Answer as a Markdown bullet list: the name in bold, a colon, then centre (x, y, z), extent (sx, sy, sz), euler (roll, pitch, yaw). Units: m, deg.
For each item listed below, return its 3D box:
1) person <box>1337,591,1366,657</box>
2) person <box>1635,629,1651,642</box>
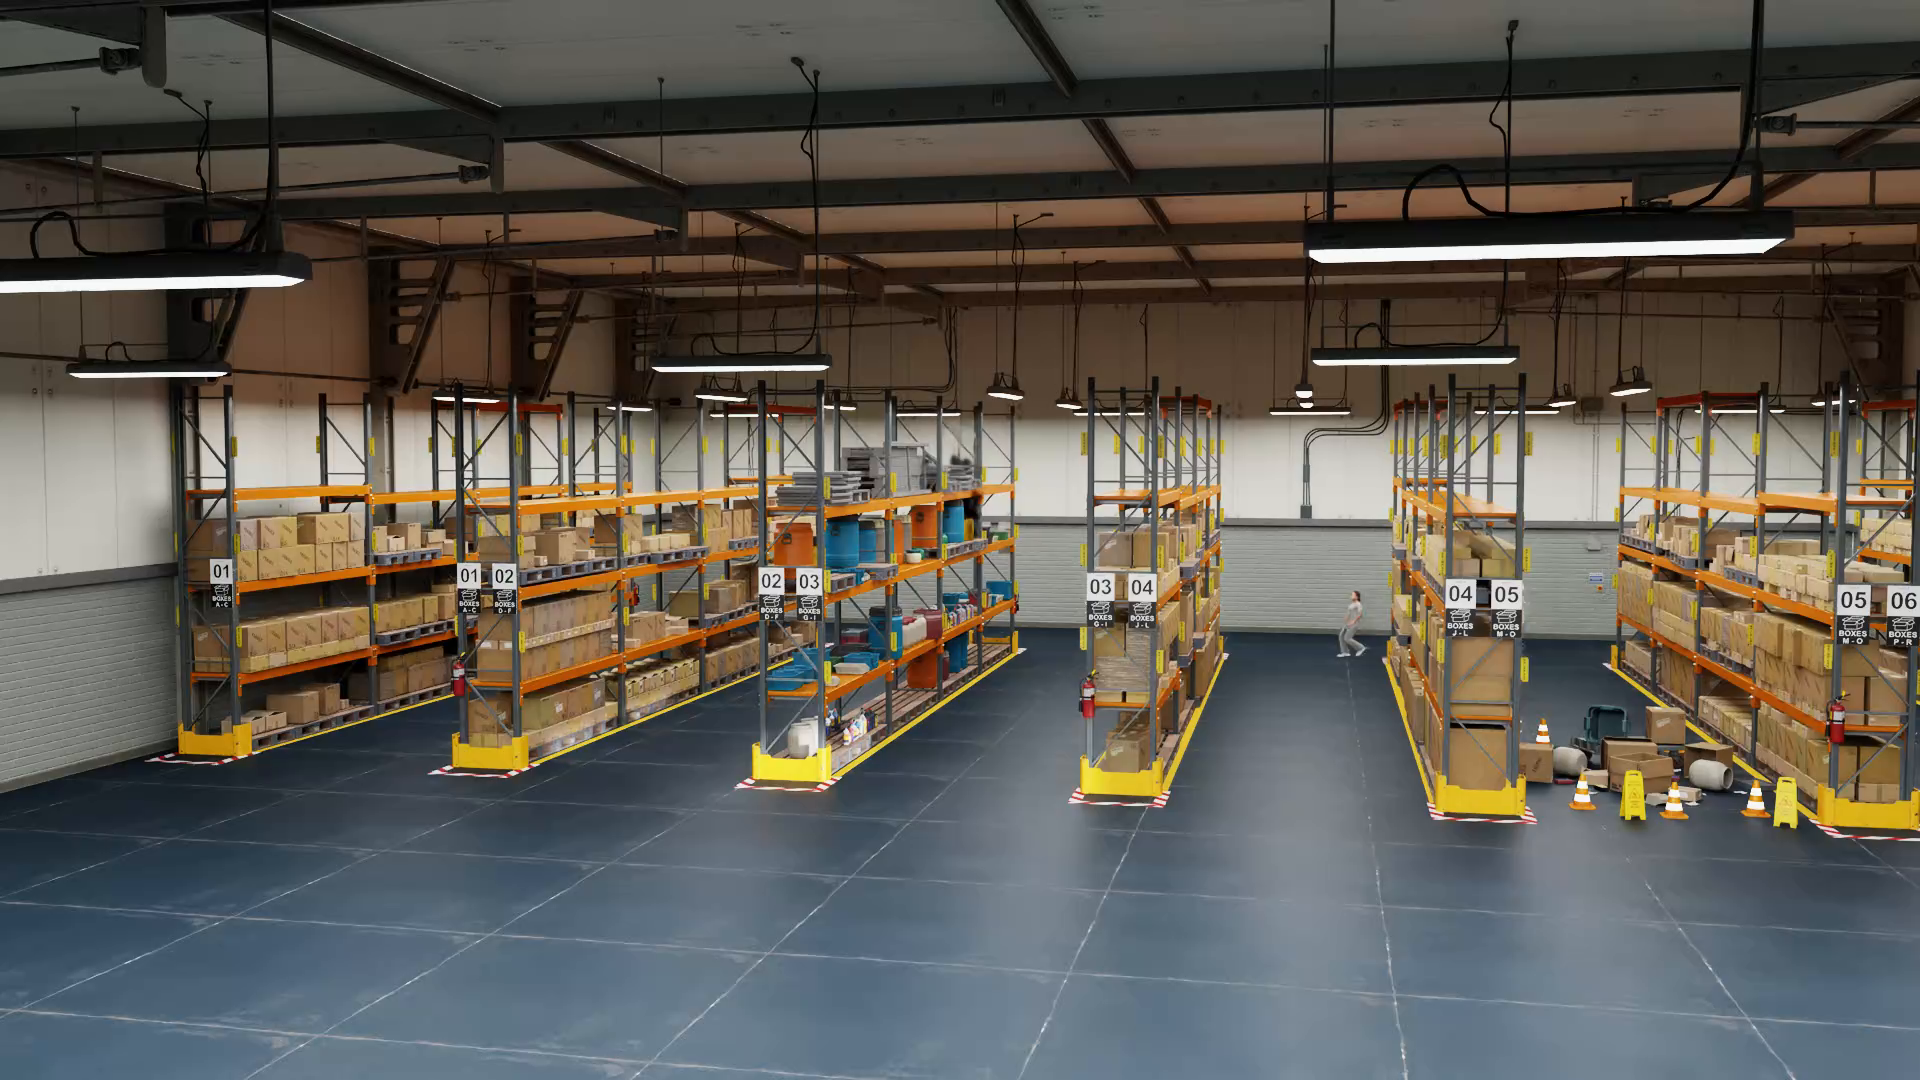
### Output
- **person**: centre (9.312, 1.996, 39.472), extent (0.643, 1.607, 0.587), euler (0, 3, -1)
- **person**: centre (15.935, 1.970, 38.743), extent (0.754, 1.733, 0.902), euler (-3, 4, -39)
